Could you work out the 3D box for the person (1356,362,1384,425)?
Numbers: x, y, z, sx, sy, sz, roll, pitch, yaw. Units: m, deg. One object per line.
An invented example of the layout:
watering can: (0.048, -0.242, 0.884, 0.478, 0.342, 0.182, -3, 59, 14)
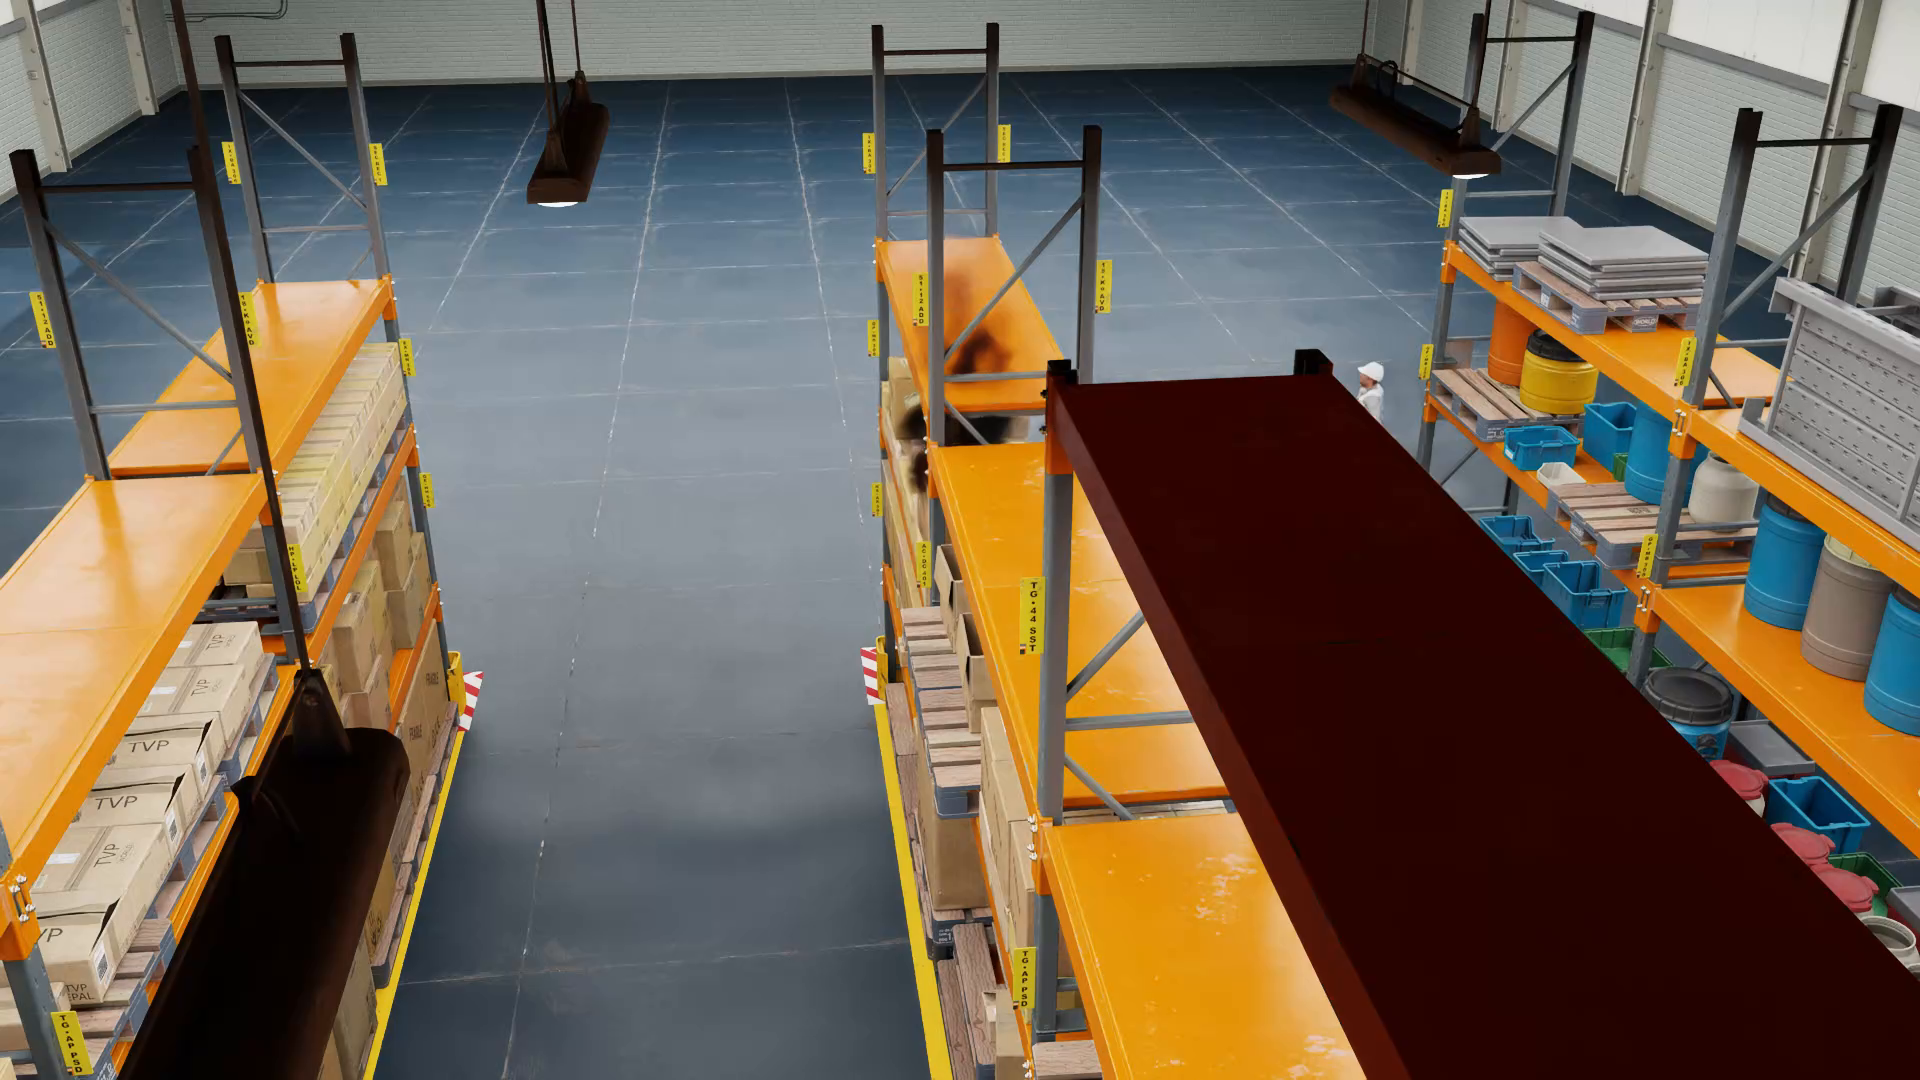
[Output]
person: (4.685, -1.182, 18.985, 0.614, 1.753, 0.683, 6, 26, 13)
